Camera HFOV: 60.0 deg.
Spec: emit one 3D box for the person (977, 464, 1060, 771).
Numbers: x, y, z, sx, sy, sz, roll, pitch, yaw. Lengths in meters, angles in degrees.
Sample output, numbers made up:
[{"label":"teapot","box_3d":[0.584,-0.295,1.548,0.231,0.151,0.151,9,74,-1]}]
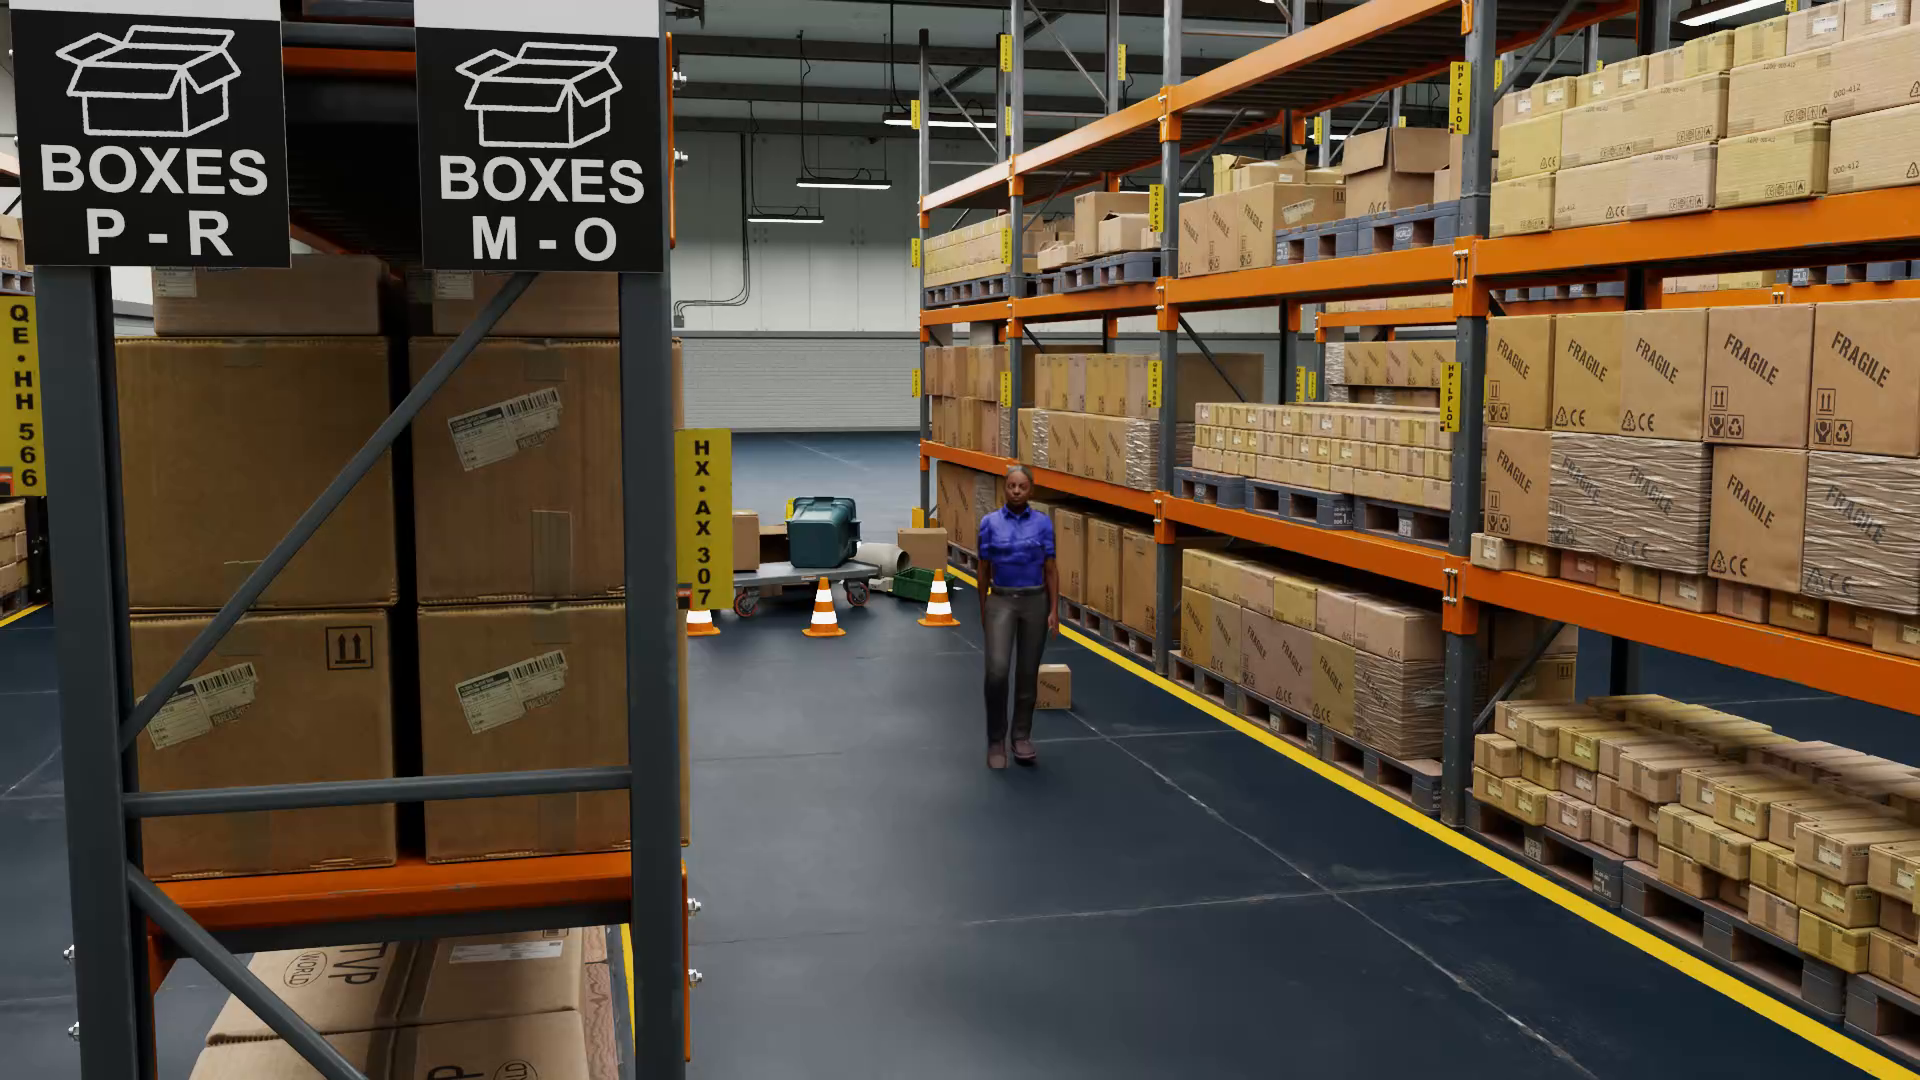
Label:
[{"label":"person","box_3d":[0.328,0.437,9.237,0.445,1.703,0.475,-1,6,-5]}]
